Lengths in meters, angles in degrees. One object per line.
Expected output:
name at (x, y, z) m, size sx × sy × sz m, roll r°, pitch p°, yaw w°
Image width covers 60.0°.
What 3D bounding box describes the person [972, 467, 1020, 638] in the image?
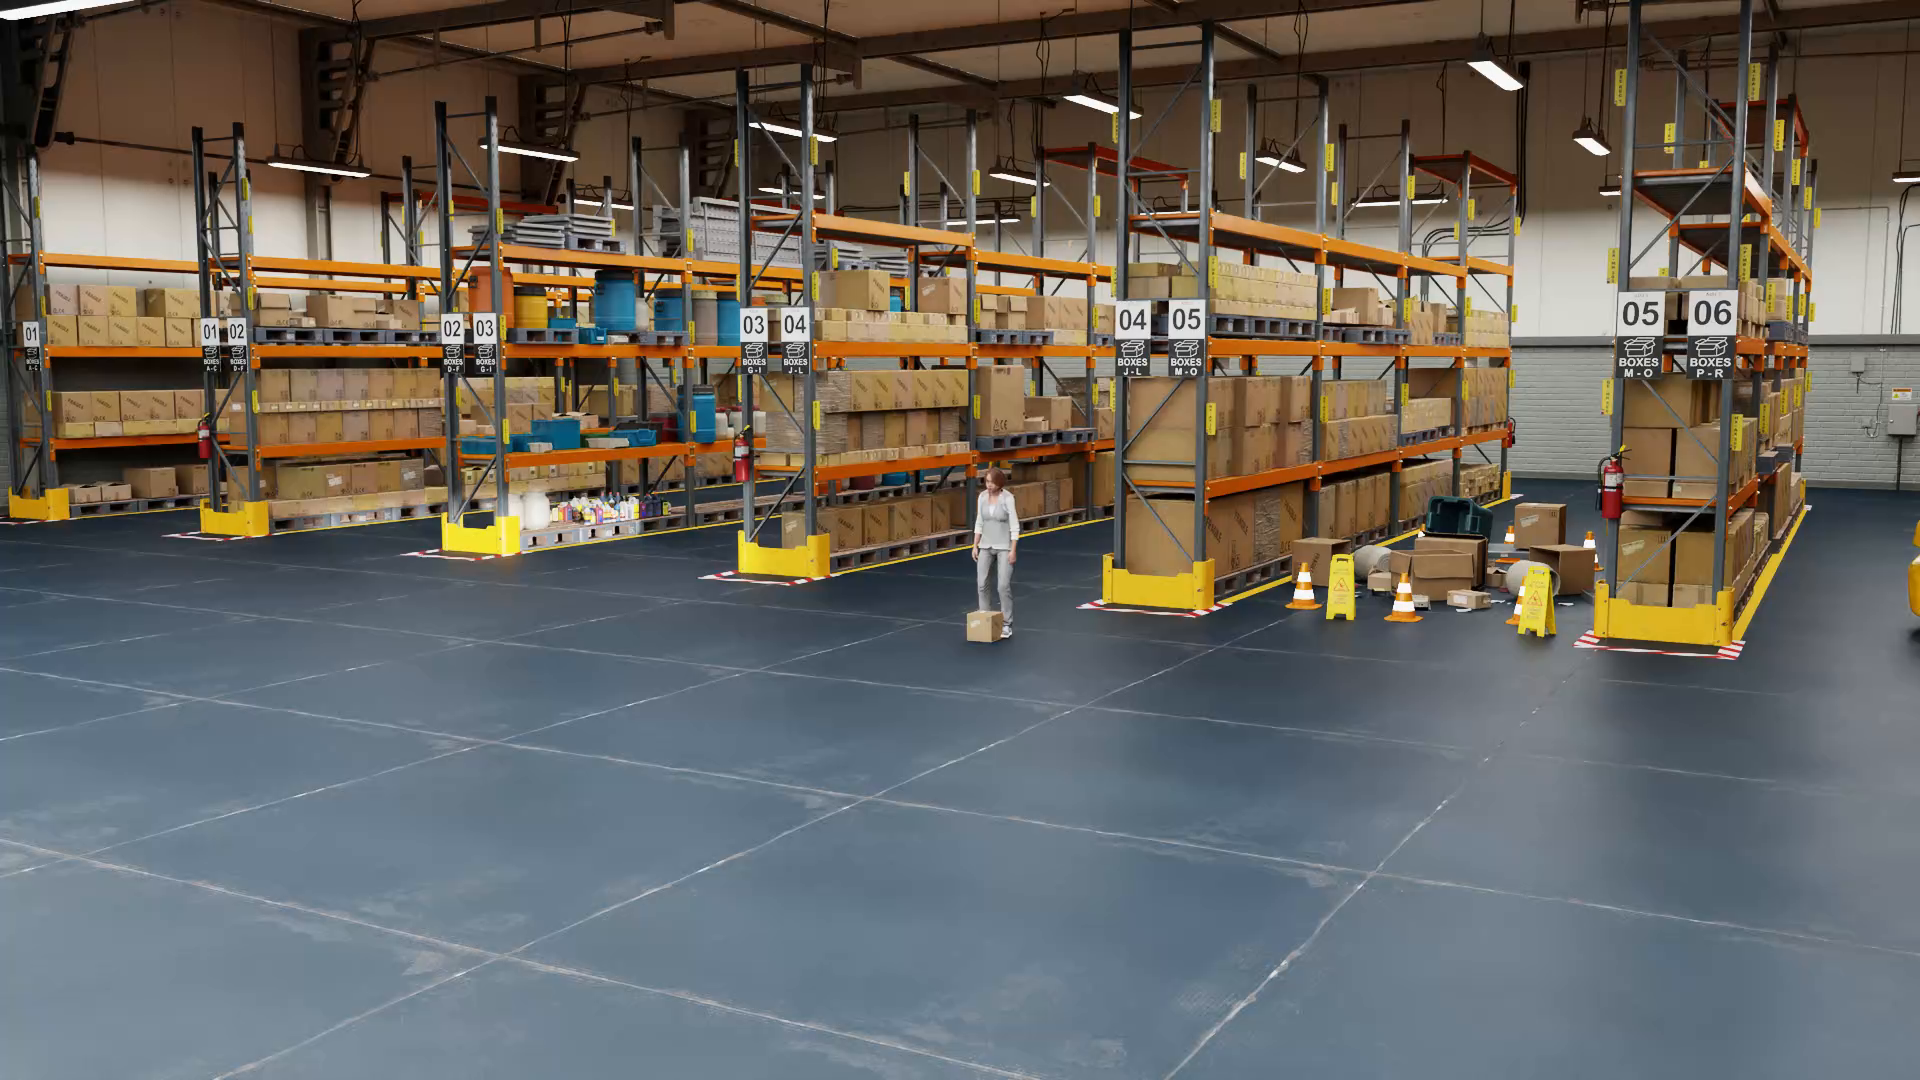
person at (0.335, 0.115, 15.555) m, size 0.462 × 1.582 × 0.344 m, roll 3°, pitch 7°, yaw 29°
